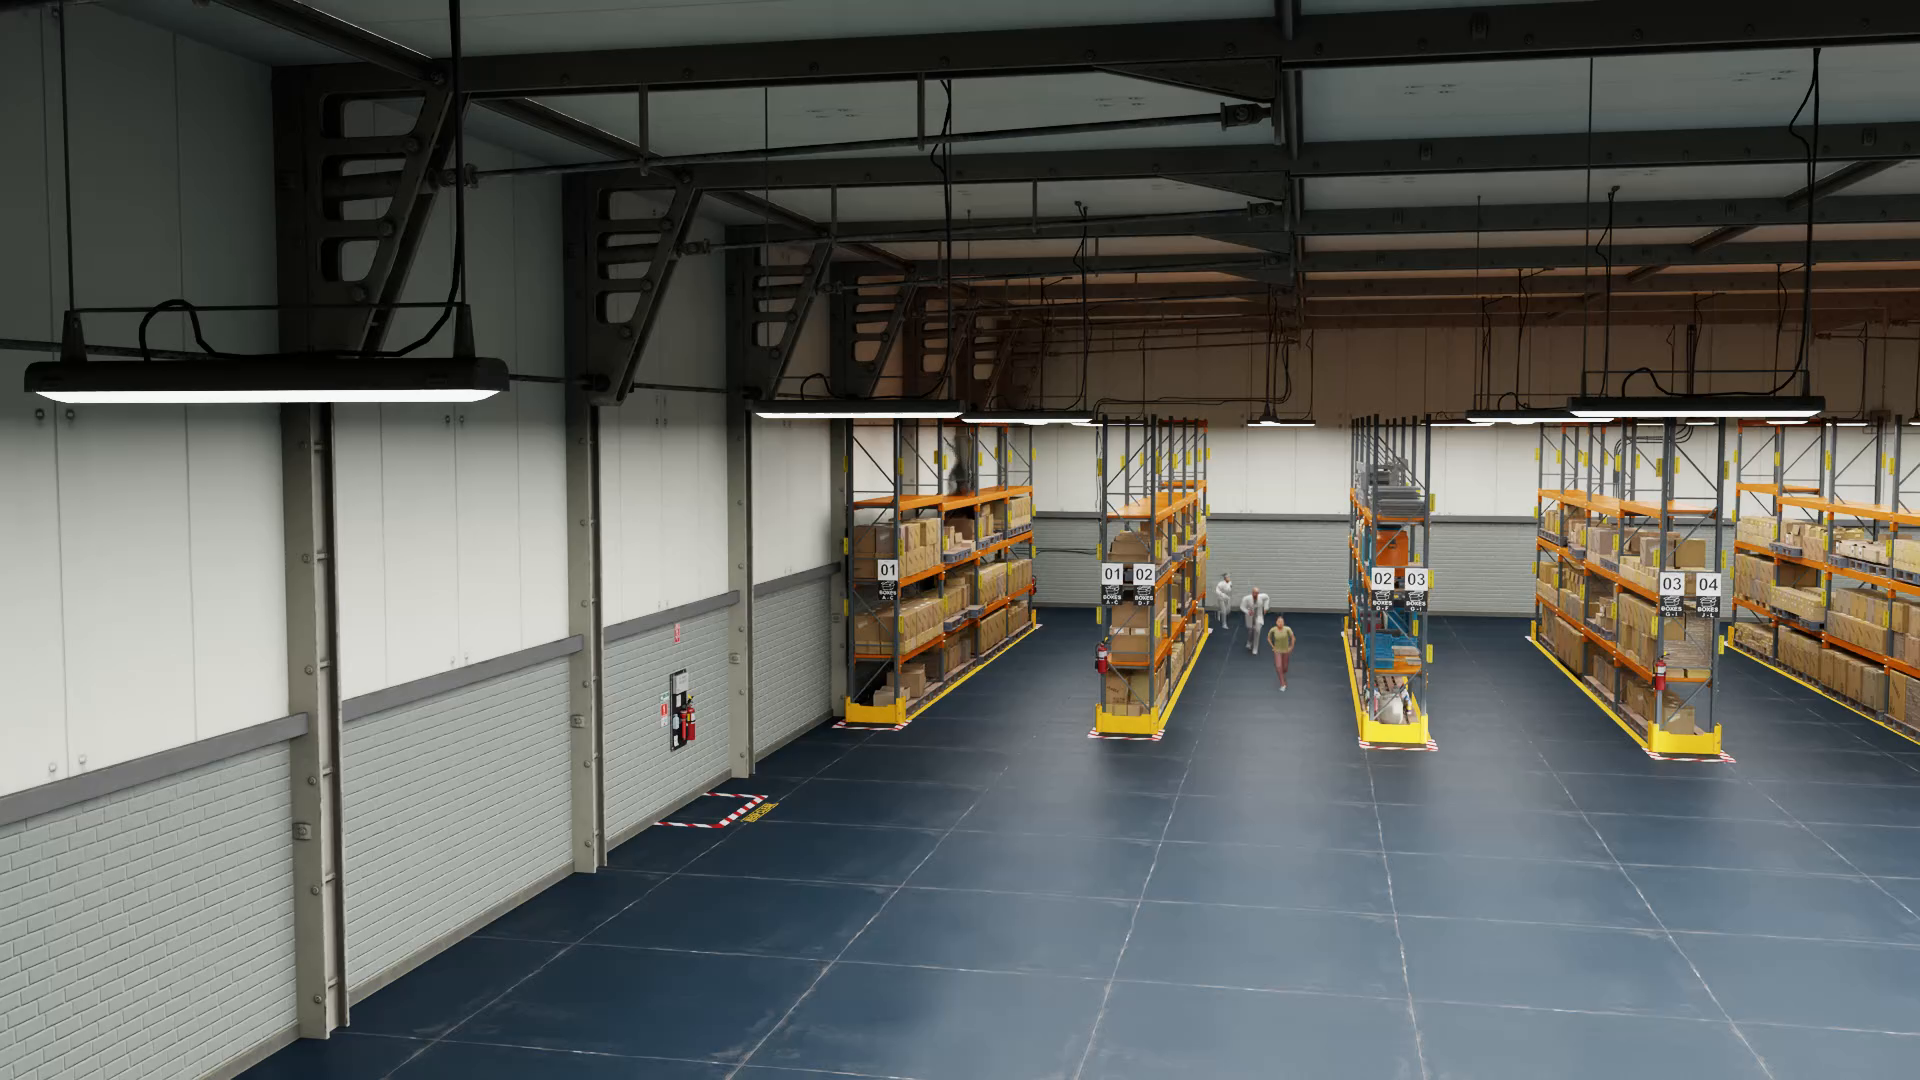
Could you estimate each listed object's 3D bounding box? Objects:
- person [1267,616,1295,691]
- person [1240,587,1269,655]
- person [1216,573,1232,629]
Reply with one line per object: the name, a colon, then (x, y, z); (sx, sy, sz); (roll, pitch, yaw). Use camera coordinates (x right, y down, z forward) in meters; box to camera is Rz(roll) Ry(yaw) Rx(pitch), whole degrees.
person: (7.089, 2.485, 36.768); (0.595, 1.648, 0.807); (0, 4, 6)
person: (7.548, 2.053, 42.769); (0.755, 1.743, 1.067); (0, 4, 0)
person: (7.609, 1.738, 47.933); (0.598, 1.642, 0.684); (-2, 4, -22)
